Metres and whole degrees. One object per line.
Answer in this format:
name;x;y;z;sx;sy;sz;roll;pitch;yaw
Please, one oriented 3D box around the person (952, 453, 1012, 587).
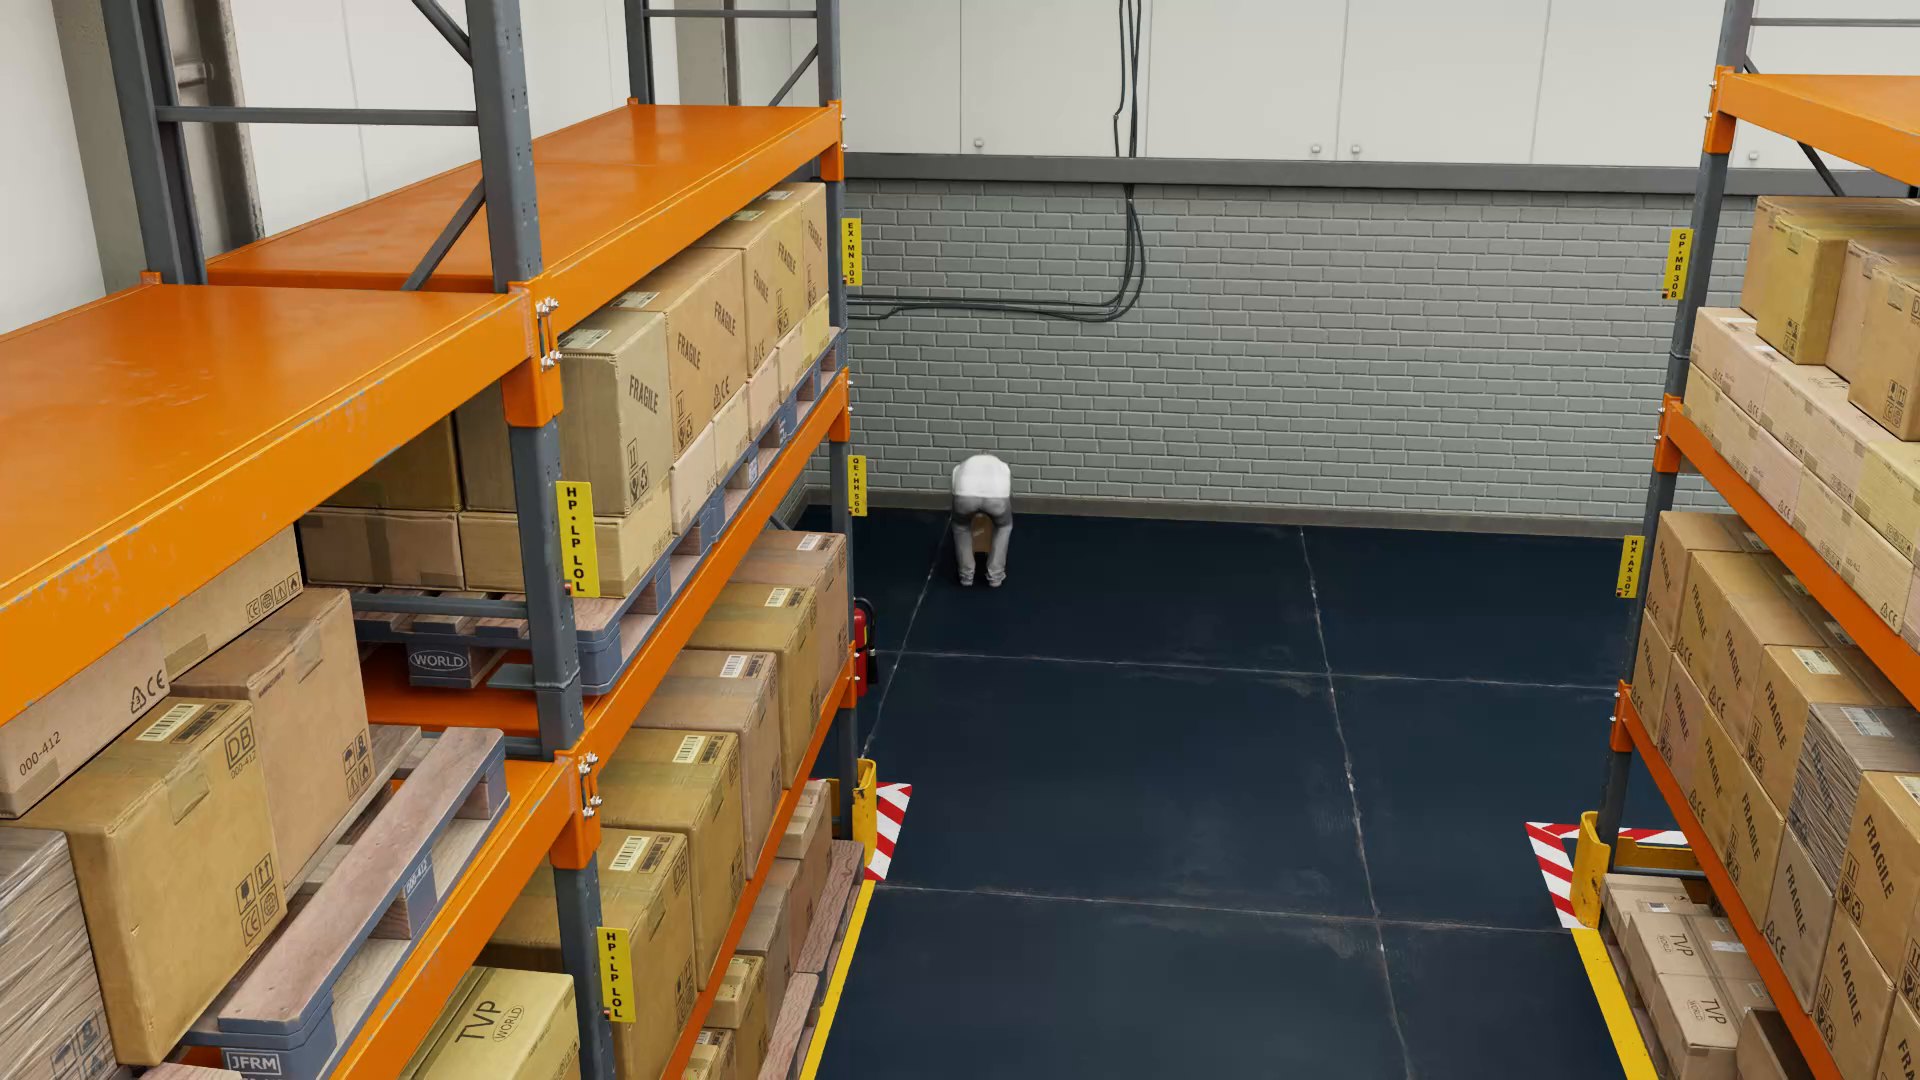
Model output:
person;0.179;-0.223;13.071;0.476;1.042;1.004;1;21;4
